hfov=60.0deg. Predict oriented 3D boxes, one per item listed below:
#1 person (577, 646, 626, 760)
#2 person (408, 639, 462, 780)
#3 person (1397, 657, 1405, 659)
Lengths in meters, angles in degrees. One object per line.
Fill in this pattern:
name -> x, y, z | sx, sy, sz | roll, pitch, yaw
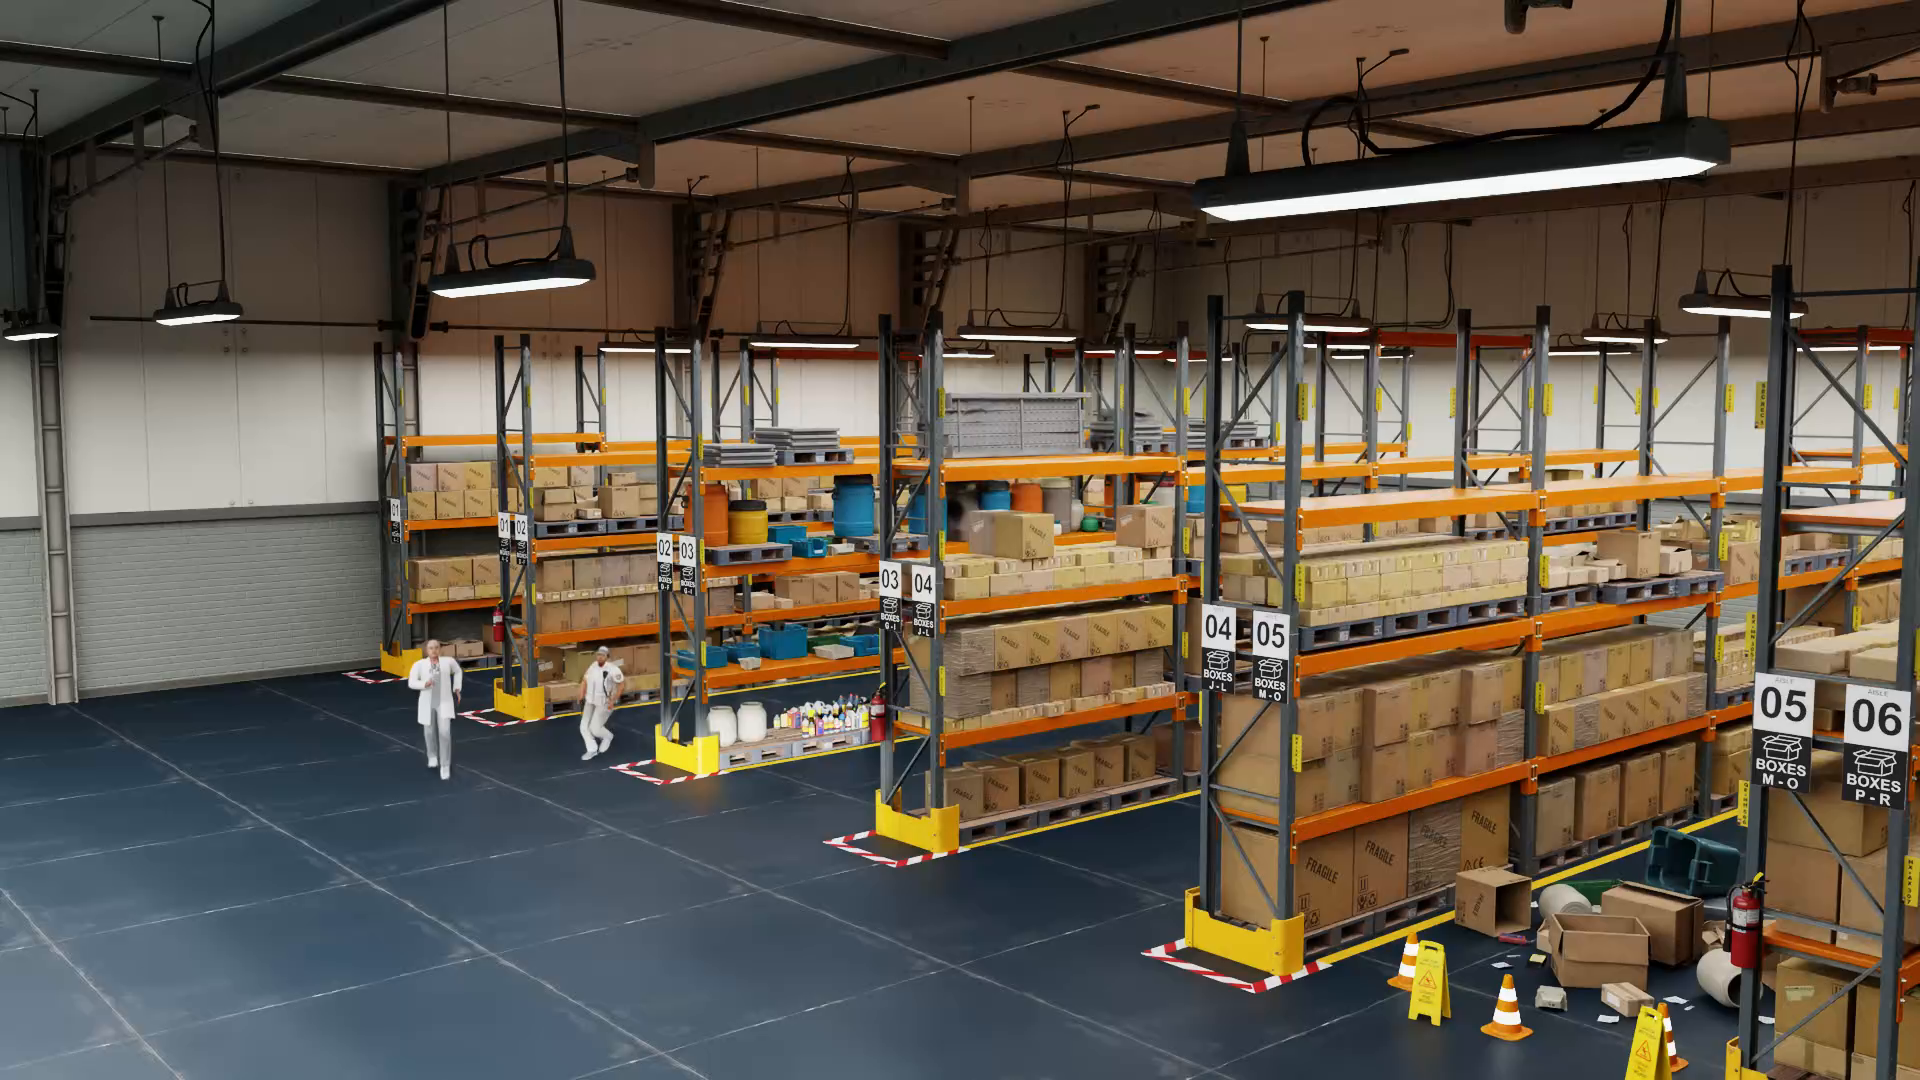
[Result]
person -> -5.009, 2.273, 23.160 | 0.655, 1.615, 0.526 | 2, 6, 25
person -> -7.031, 2.246, 22.311 | 0.677, 1.846, 0.866 | -1, 5, -16
person -> 5.757, 2.335, 22.107 | 0.612, 1.638, 0.526 | 5, 7, 42
